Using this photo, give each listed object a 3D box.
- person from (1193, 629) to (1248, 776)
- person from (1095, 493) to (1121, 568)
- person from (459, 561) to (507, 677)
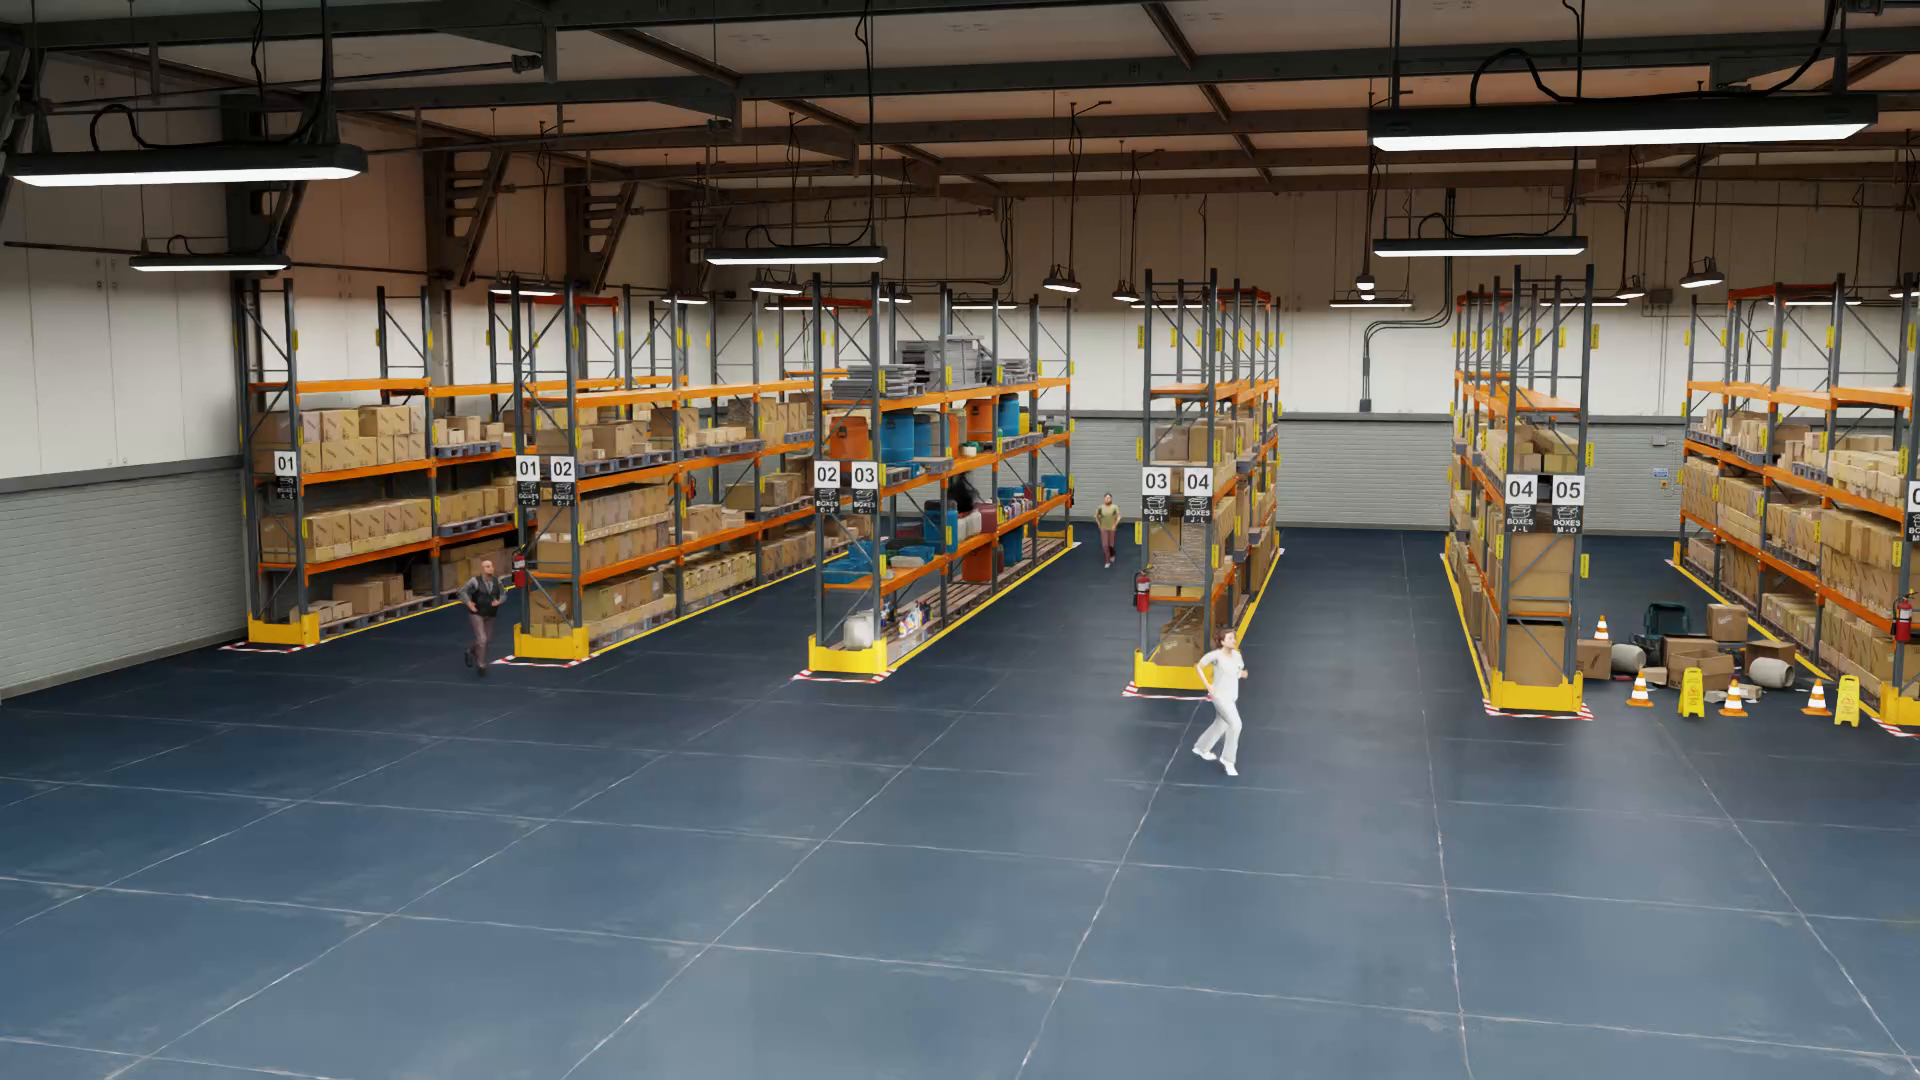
[{"bbox_3d":[3.049,1.867,19.448,0.545,1.708,0.787,-6,9,-40],"label":"person"},{"bbox_3d":[3.273,-0.229,36.900,0.589,1.643,0.619,1,7,10],"label":"person"},{"bbox_3d":[-7.202,1.162,25.197,0.692,1.708,0.864,-6,9,-40],"label":"person"}]
